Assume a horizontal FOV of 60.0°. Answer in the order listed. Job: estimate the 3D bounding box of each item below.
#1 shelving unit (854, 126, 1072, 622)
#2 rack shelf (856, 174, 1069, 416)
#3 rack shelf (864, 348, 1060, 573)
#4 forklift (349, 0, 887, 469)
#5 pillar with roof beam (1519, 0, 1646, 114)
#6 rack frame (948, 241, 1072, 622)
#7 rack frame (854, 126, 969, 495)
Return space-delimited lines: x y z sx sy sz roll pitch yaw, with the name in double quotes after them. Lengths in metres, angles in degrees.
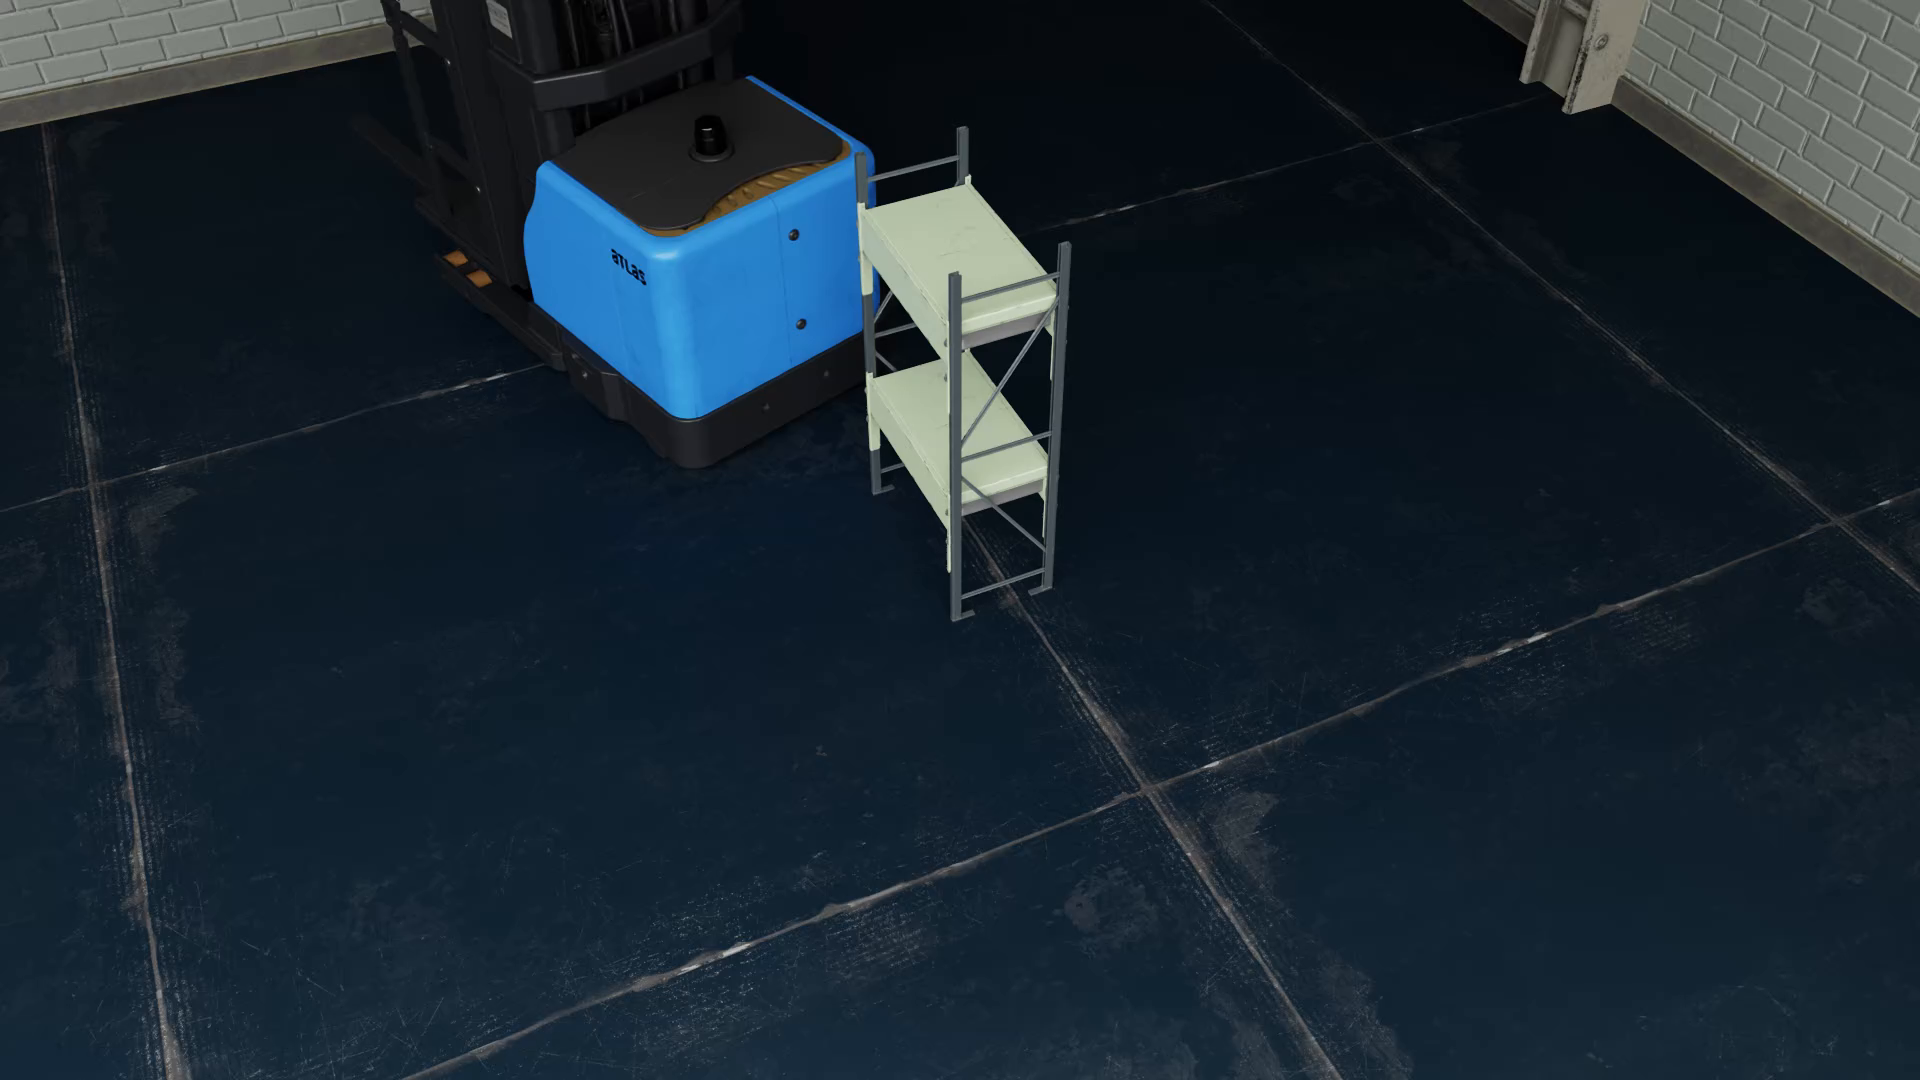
-0.003 -0.538 5.728 0.431 1.500 0.755 -18 47 -17 "shelving unit"
-0.003 -0.816 5.453 0.431 0.370 0.720 -18 47 -17 "rack shelf"
-0.003 -0.306 5.957 0.431 0.370 0.720 -18 47 -17 "rack shelf"
-1.665 -2.271 6.464 1.130 2.935 3.031 -33 53 -29 "forklift"
-0.764 -4.261 4.162 9.100 9.000 0.400 -18 47 -17 "pillar with roof beam"
0.151 -0.305 5.491 0.400 1.500 0.023 -18 47 -17 "rack frame"
-0.157 -0.771 5.964 0.400 1.500 0.023 -18 47 -17 "rack frame"
